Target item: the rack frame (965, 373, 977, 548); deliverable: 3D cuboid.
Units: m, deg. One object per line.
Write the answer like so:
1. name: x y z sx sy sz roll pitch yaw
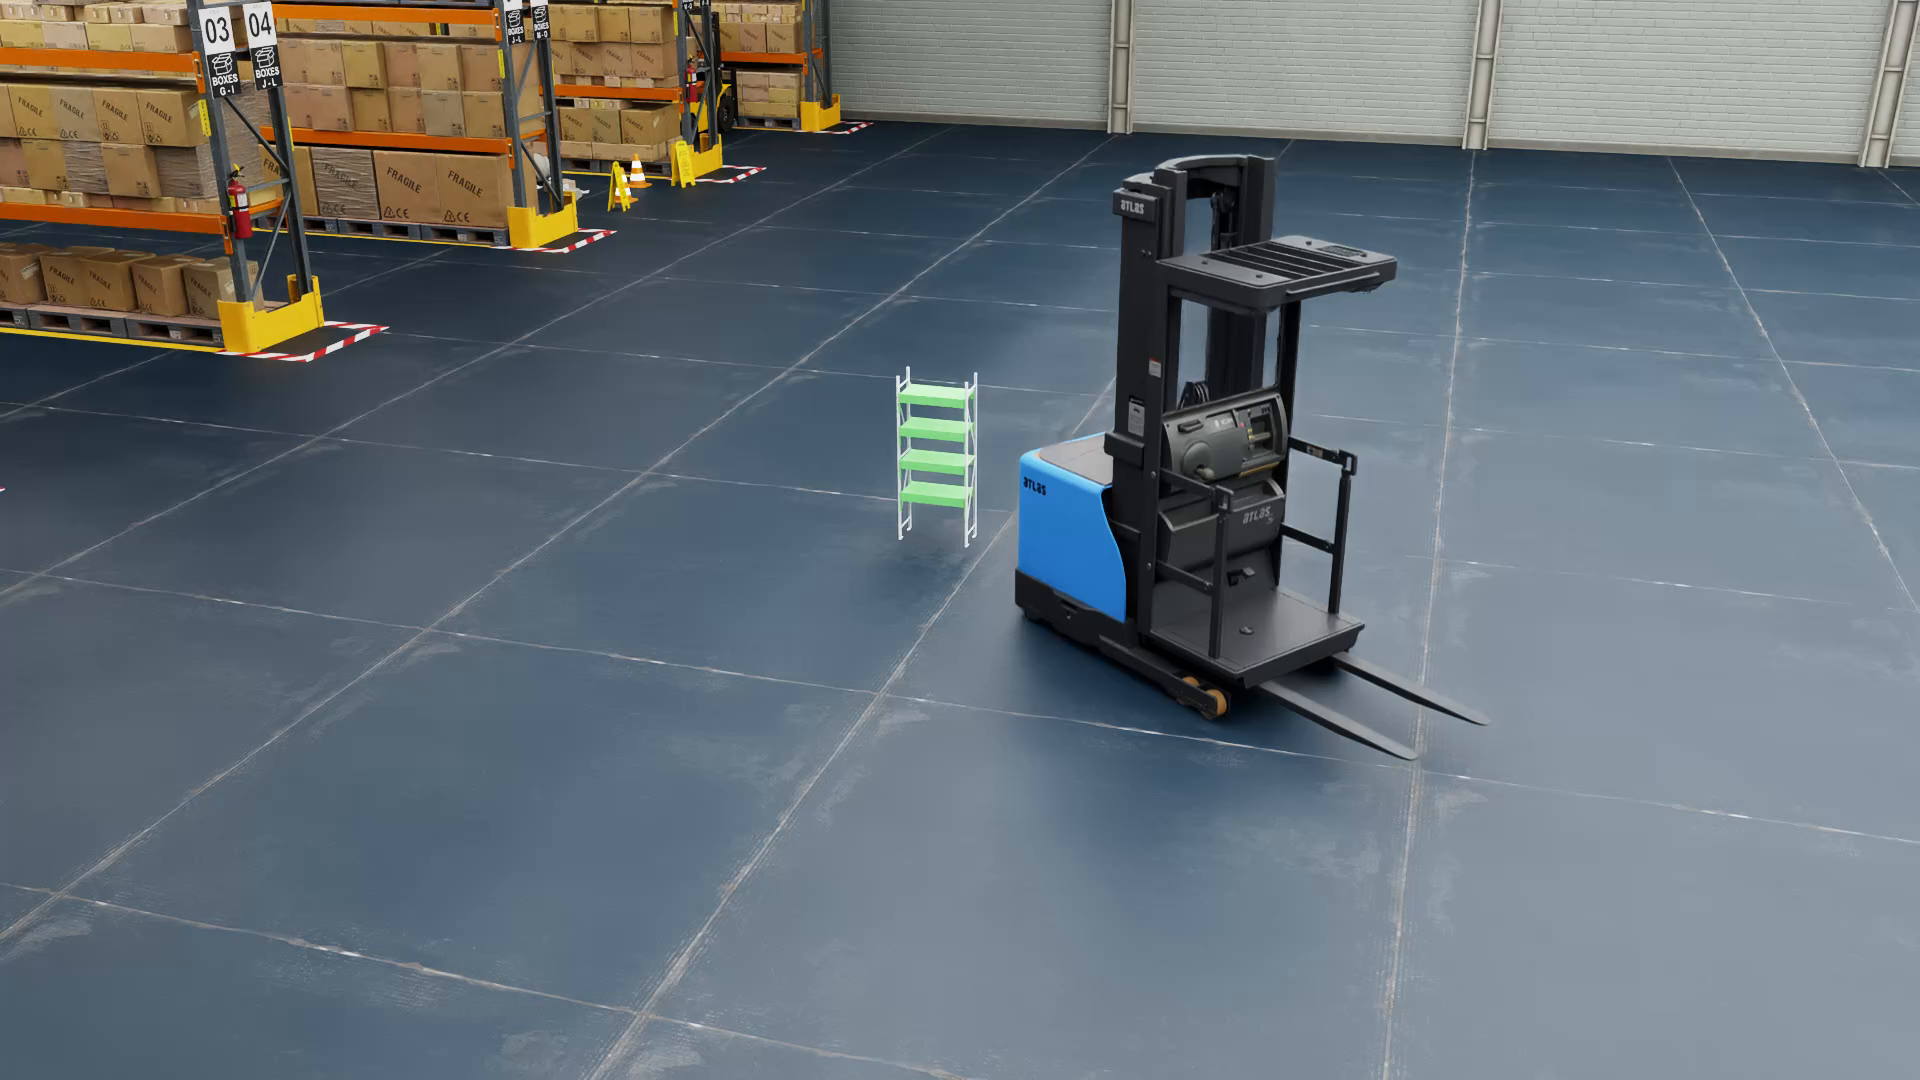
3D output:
1. rack frame: 0.075 -0.547 11.521 0.015 1.200 0.240 7 23 16

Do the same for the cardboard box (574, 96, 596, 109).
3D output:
1. cardboard box: -5.655 -6.658 25.277 0.250 0.149 0.380 8 23 18

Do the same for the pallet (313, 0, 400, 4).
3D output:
1. pallet: -7.168 -6.770 20.486 1.213 0.211 1.003 7 23 16

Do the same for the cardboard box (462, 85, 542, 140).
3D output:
1. cardboard box: -5.652 -5.306 20.555 0.550 0.550 0.875 7 23 16

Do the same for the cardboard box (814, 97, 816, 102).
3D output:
1. cardboard box: -2.934 -7.873 30.080 0.500 0.250 0.500 7 23 16

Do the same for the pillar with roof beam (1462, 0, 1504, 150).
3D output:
1. pillar with roof beam: 7.319 -9.126 22.159 0.400 9.000 9.100 7 23 16

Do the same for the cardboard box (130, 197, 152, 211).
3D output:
1. cardboard box: -7.874 -3.331 16.268 0.250 0.149 0.380 7 23 16

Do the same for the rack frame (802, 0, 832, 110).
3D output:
1. rack frame: -2.520 -8.826 29.334 0.127 3.000 1.000 7 23 16

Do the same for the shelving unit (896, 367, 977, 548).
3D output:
1. shelving unit: -0.158 -0.573 11.587 0.503 1.200 0.258 7 23 16

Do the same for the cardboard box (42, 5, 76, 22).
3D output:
1. cardboard box: -8.412 -4.987 15.694 0.250 0.149 0.380 5 23 13

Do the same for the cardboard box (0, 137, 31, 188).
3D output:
1. cardboard box: -9.253 -3.886 16.768 0.500 0.500 0.875 7 23 16

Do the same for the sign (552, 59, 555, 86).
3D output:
1. sign: -5.117 -5.851 20.835 0.005 0.325 0.100 7 23 16

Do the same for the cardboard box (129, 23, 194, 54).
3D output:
1. cardboard box: -7.348 -4.700 15.521 0.500 0.250 0.500 7 23 17

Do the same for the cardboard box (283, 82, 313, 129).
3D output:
1. cardboard box: -8.223 -5.632 21.350 0.550 0.550 0.875 7 23 16

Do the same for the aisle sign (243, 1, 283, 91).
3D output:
1. aisle sign: -6.667 -4.726 15.914 0.004 0.787 0.394 7 23 16

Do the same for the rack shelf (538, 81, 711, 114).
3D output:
1. rack shelf: -5.865 -6.908 25.607 4.000 0.370 1.077 7 23 16

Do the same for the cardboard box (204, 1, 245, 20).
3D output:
1. cardboard box: -7.010 -5.038 15.820 0.250 0.149 0.380 6 23 15

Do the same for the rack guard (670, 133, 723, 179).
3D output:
1. rack guard: -4.023 -5.874 25.431 0.348 0.500 1.175 7 23 16

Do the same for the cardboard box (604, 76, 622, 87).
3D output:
1. cardboard box: -5.139 -6.910 24.993 0.250 0.149 0.380 7 23 16

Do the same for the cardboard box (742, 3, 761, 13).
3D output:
1. cardboard box: -3.644 -9.361 29.261 0.250 0.149 0.380 7 23 16

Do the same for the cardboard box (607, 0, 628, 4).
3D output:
1. cardboard box: -6.130 -9.606 29.856 0.250 0.149 0.380 7 23 17

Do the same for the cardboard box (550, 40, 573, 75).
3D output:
1. cardboard box: -5.985 -7.340 25.189 0.500 0.500 0.500 7 23 16

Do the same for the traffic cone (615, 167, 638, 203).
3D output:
1. traffic cone: -4.730 -4.986 23.316 0.334 0.463 0.336 7 23 16

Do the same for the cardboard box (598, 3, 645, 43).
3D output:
1. cardboard box: -4.985 -7.703 24.756 0.500 0.500 0.700 7 23 16

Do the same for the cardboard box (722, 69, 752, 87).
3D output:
1. cardboard box: -4.028 -8.253 29.690 0.500 0.250 0.500 7 23 16

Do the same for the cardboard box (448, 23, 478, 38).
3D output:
1. cardboard box: -7.421 -7.980 25.430 0.500 0.500 0.700 6 23 15

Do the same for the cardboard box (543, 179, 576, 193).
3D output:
1. cardboard box: -5.788 -5.113 24.038 0.380 0.149 0.250 -20 29 -39

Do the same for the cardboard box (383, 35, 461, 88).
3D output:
1. cardboard box: -6.678 -5.974 20.760 0.550 0.550 0.875 7 23 16

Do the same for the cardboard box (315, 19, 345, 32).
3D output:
1. cardboard box: -9.758 -7.976 26.184 0.500 0.500 0.500 6 23 13

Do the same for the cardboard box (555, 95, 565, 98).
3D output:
1. cardboard box: -7.593 -8.501 31.117 0.625 0.625 0.875 6 23 15

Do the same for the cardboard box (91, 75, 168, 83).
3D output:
1. cardboard box: -8.216 -4.339 16.554 0.500 0.500 0.500 7 23 16

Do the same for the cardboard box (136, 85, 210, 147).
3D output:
1. cardboard box: -7.411 -4.038 15.821 0.500 0.500 0.500 7 23 16

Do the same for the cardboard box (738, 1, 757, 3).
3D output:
1. cardboard box: -3.770 -9.541 29.700 0.250 0.149 0.380 7 23 17

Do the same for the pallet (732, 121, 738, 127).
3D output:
1. pallet: -4.429 -7.739 30.358 1.213 0.211 1.003 7 23 15

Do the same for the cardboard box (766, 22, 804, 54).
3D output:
1. cardboard box: -3.067 -8.831 29.214 0.500 0.500 0.500 6 23 14

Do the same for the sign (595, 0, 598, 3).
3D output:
1. sign: -6.497 -9.565 29.715 0.005 0.325 0.100 7 23 16

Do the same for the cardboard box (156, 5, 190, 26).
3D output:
1. cardboard box: -7.169 -4.841 15.340 0.250 0.149 0.380 7 23 16

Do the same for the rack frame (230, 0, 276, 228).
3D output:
1. rack frame: -9.113 -5.651 21.594 0.127 3.000 1.000 7 23 16

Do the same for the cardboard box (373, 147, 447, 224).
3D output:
1. cardboard box: -6.795 -4.570 21.204 0.875 0.875 0.875 6 23 15

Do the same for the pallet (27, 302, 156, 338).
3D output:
1. pallet: -8.817 -2.376 17.284 1.213 0.211 1.003 7 23 16

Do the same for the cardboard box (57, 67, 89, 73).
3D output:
1. cardboard box: -11.539 -6.435 22.056 0.500 0.500 0.700 6 23 15

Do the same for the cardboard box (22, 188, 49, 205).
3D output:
1. cardboard box: -9.084 -3.451 16.562 0.250 0.149 0.380 7 23 16

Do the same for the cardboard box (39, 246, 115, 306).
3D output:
1. cardboard box: -9.103 -2.740 17.237 0.500 0.500 0.500 4 23 11

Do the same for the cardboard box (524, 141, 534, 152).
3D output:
1. cardboard box: -6.779 -6.165 25.918 0.500 0.250 0.500 8 24 19

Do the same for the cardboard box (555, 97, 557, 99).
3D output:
1. cardboard box: -6.648 -6.707 26.250 0.500 0.500 0.500 7 23 16

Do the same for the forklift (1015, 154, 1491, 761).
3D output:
1. forklift: 1.642 -0.564 9.283 1.130 2.935 3.031 -16 27 -34

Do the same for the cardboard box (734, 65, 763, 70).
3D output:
1. cardboard box: -3.881 -8.444 30.156 0.500 0.250 0.500 6 23 15

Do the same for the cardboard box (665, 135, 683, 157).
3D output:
1. cardboard box: -4.643 -6.133 25.839 0.500 0.250 0.500 6 23 15

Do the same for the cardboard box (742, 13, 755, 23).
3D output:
1. cardboard box: -3.651 -9.208 29.278 0.250 0.149 0.380 6 23 15
